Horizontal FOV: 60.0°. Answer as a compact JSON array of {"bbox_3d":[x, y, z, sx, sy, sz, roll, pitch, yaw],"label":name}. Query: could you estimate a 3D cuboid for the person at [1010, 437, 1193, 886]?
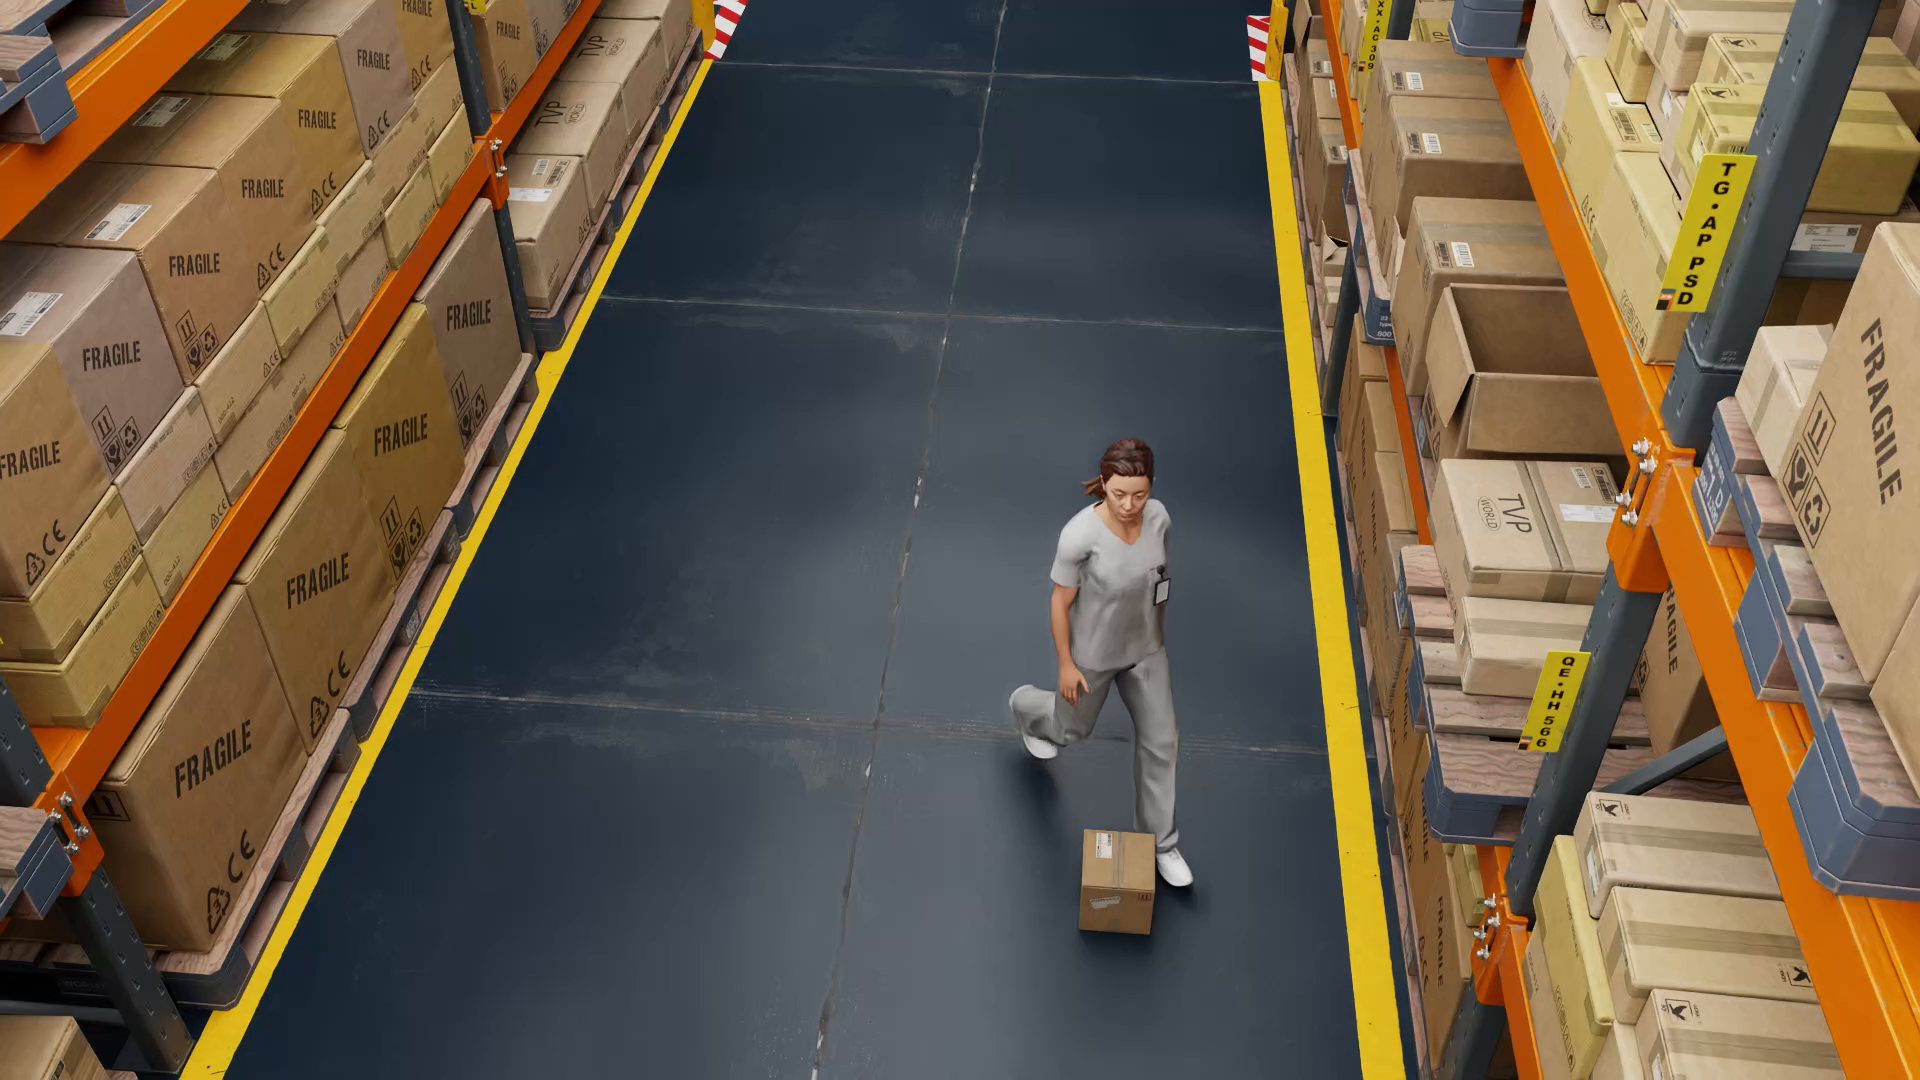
[{"bbox_3d":[0.545,0.381,5.743,0.477,1.621,0.992,-14,42,-16],"label":"person"}]
